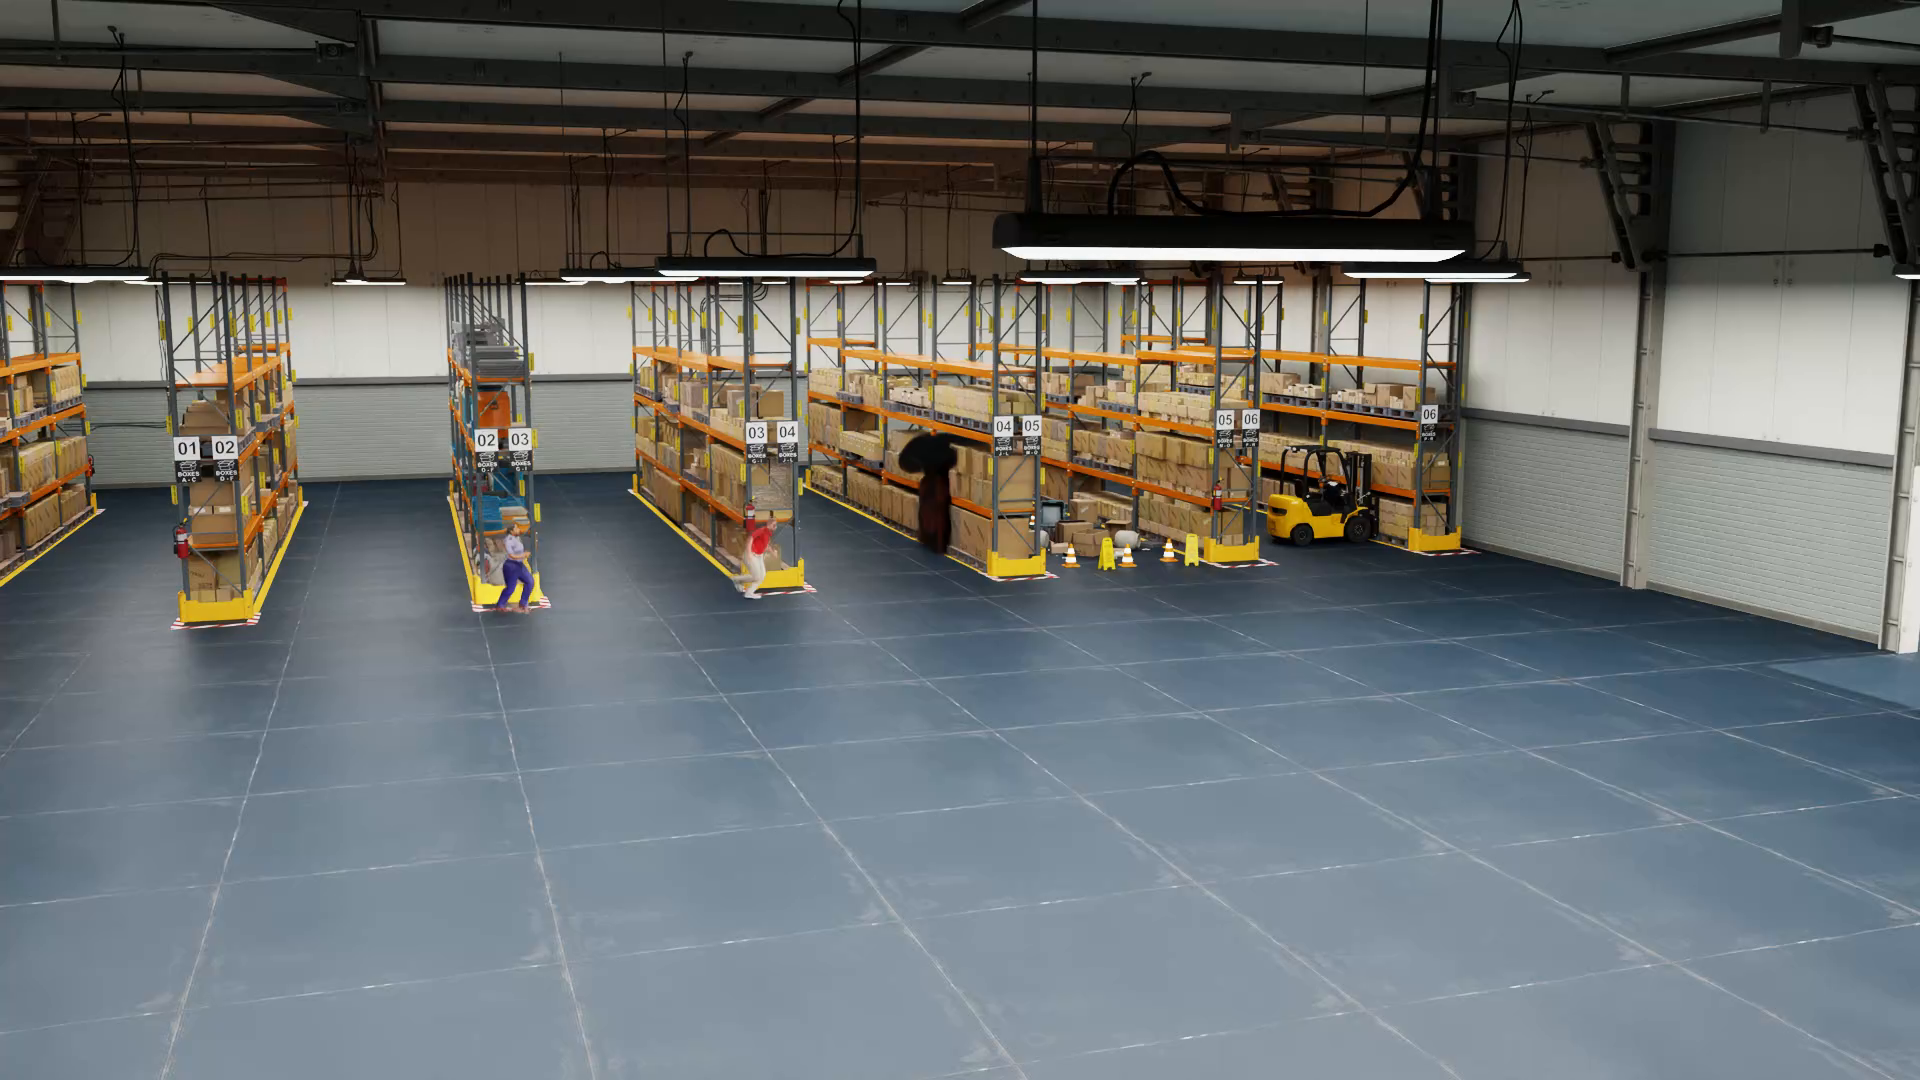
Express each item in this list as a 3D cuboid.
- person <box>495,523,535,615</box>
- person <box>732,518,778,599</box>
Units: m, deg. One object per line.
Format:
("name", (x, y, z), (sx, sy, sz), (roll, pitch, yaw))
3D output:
("person", (-7.882, 0.578, 29.263), (0.691, 1.606, 0.569), (1, 9, 7))
("person", (-3.808, 0.347, 30.790), (0.891, 1.533, 0.685), (2, 9, 14))
